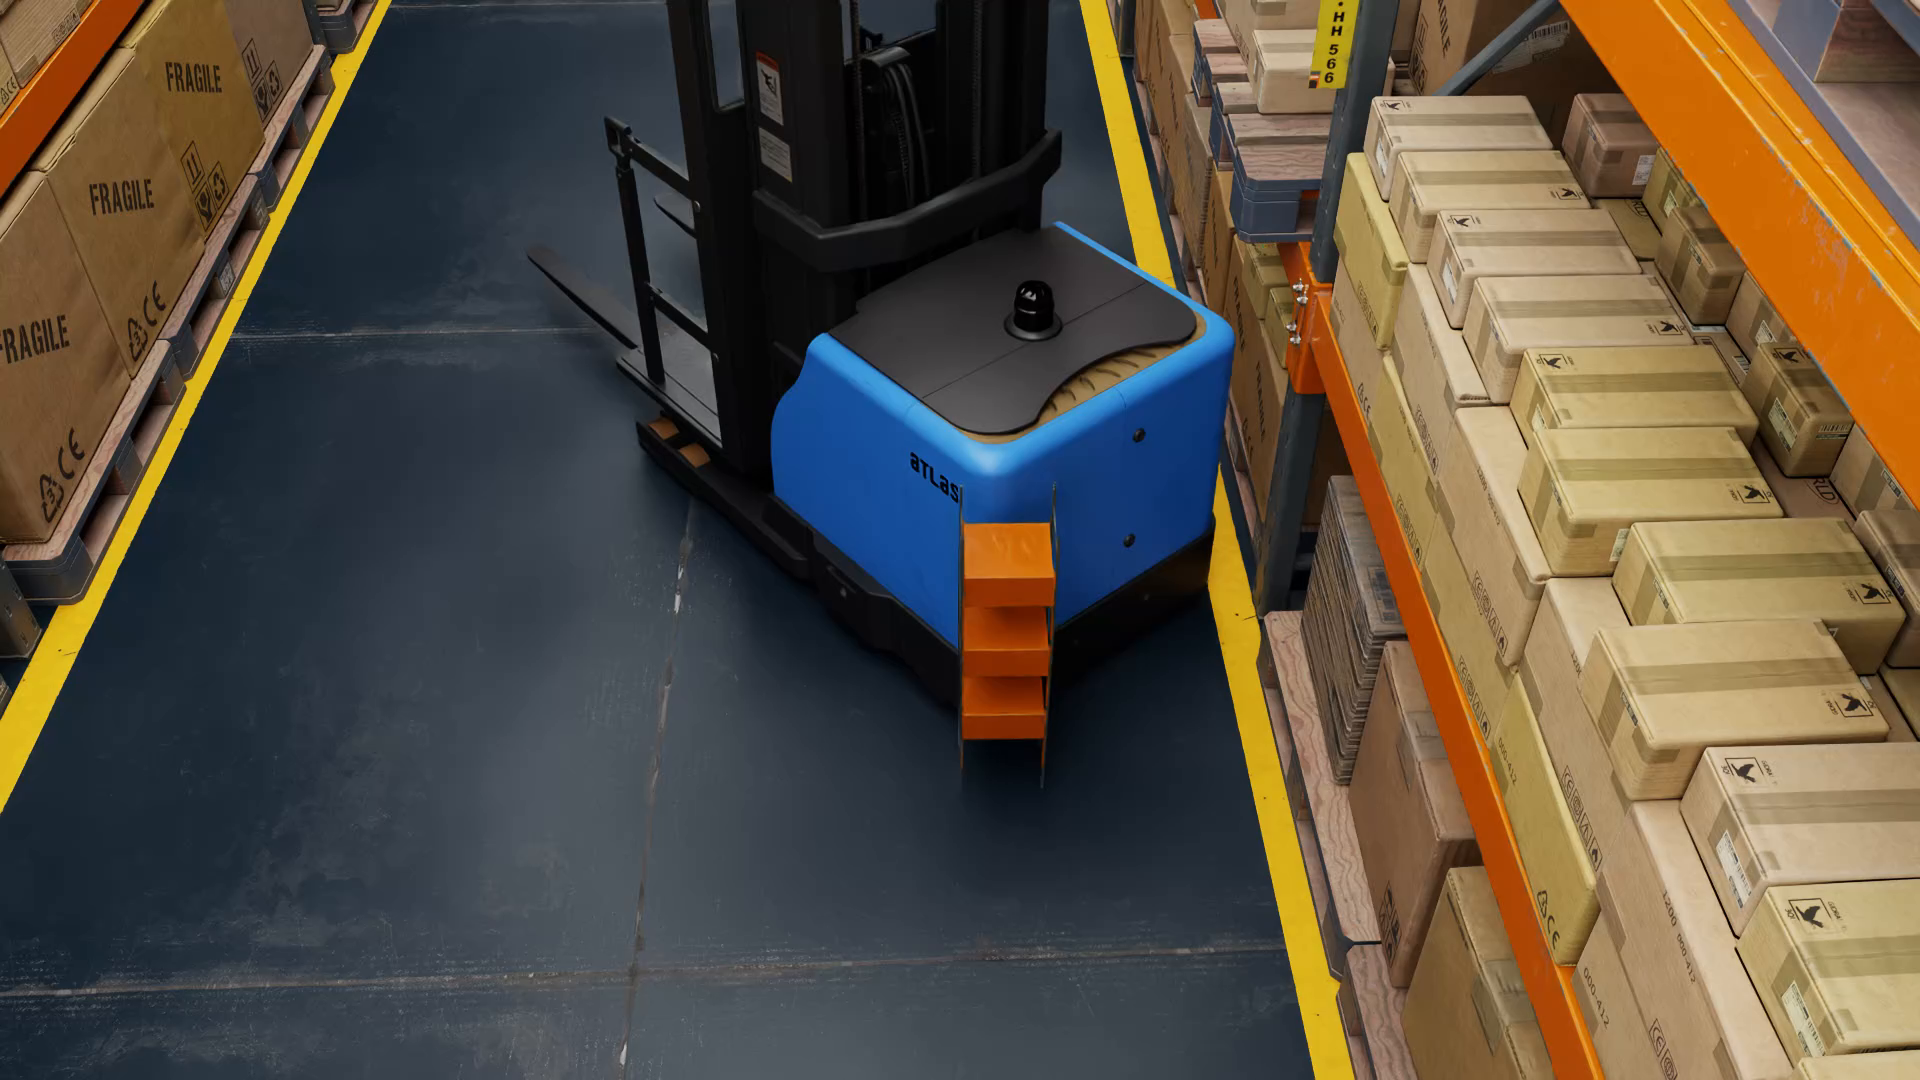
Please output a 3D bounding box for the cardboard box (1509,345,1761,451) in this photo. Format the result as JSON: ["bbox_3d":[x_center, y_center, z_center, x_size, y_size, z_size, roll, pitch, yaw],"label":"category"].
[{"bbox_3d":[1.308,-0.247,3.246,0.380,0.149,0.250,-1,43,-1],"label":"cardboard box"}]

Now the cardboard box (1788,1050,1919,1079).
[{"bbox_3d":[1.278,0.793,2.111,0.380,0.149,0.250,-3,43,-3],"label":"cardboard box"}]

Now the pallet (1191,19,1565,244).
[{"bbox_3d":[1.377,-1.278,5.066,1.213,0.211,1.003,-2,43,-2],"label":"pallet"}]

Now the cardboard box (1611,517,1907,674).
[{"bbox_3d":[1.368,0.099,2.868,0.380,0.149,0.250,-2,43,-2],"label":"cardboard box"}]

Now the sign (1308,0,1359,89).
[{"bbox_3d":[0.934,-1.268,4.116,0.100,0.325,0.005,-2,43,-2],"label":"sign"}]

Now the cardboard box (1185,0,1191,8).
[{"bbox_3d":[1.166,-2.458,7.271,0.380,0.149,0.250,-4,43,-4],"label":"cardboard box"}]

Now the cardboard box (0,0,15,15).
[{"bbox_3d":[-3.288,-1.912,5.357,0.500,0.250,0.500,-2,43,-2],"label":"cardboard box"}]

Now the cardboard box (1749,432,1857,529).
[{"bbox_3d":[1.814,-0.043,3.318,0.500,0.250,0.500,-2,43,-2],"label":"cardboard box"}]

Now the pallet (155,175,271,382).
[{"bbox_3d":[-3.491,-1.076,6.767,1.003,0.211,1.213,-2,43,-2],"label":"pallet"}]

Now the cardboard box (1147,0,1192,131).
[{"bbox_3d":[1.134,-2.134,7.398,0.500,0.500,0.500,-2,43,-2],"label":"cardboard box"}]

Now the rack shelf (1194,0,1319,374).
[{"bbox_3d":[1.391,-1.978,6.220,1.077,0.370,4.000,-2,43,-2],"label":"rack shelf"}]

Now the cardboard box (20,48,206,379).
[{"bbox_3d":[-3.464,-1.190,6.090,0.875,0.875,0.875,-1,43,-1],"label":"cardboard box"}]

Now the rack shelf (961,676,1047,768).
[{"bbox_3d":[0.122,0.501,4.844,0.240,0.259,0.215,-1,45,-1],"label":"rack shelf"}]

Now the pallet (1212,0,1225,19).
[{"bbox_3d":[1.388,-2.135,6.001,1.003,0.211,1.213,-2,43,-2],"label":"pallet"}]

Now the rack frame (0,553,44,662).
[{"bbox_3d":[-3.484,-0.748,4.346,1.000,3.000,0.127,-2,43,-2],"label":"rack frame"}]

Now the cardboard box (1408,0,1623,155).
[{"bbox_3d":[1.610,-1.436,4.712,0.500,0.500,0.500,0,43,0],"label":"cardboard box"}]

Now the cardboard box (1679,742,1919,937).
[{"bbox_3d":[1.325,0.446,2.490,0.380,0.149,0.250,-1,43,-1],"label":"cardboard box"}]

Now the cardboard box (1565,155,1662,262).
[{"bbox_3d":[1.772,-0.726,4.064,0.500,0.250,0.500,-1,43,-1],"label":"cardboard box"}]

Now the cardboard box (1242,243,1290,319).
[{"bbox_3d":[1.159,-0.875,5.543,0.380,0.149,0.250,-4,43,-4],"label":"cardboard box"}]

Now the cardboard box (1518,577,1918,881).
[{"bbox_3d":[1.321,0.321,2.921,0.500,0.250,0.500,-1,43,-1],"label":"cardboard box"}]

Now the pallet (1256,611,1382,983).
[{"bbox_3d":[1.471,0.692,4.839,1.003,0.211,1.213,-2,43,-2],"label":"pallet"}]

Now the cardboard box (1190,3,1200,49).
[{"bbox_3d":[1.165,-2.104,6.884,0.380,0.149,0.250,-2,43,-2],"label":"cardboard box"}]

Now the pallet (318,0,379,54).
[{"bbox_3d":[-3.608,-2.936,8.797,1.003,0.211,1.213,-2,43,-2],"label":"pallet"}]

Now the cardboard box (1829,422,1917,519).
[{"bbox_3d":[1.872,-0.096,3.081,0.380,0.149,0.250,-2,43,-2],"label":"cardboard box"}]

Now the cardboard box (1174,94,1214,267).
[{"bbox_3d":[1.166,-1.447,6.648,0.500,0.500,0.500,-3,43,-3],"label":"cardboard box"}]

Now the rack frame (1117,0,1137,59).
[{"bbox_3d":[1.306,-3.593,7.450,1.000,3.000,0.127,-2,43,-2],"label":"rack frame"}]

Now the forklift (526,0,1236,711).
[{"bbox_3d":[-0.515,-1.458,5.172,1.130,2.935,3.031,-30,50,-29],"label":"forklift"}]

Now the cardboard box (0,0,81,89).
[{"bbox_3d":[-3.309,-1.731,5.529,0.500,0.250,0.500,0,43,0],"label":"cardboard box"}]

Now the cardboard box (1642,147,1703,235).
[{"bbox_3d":[1.814,-0.781,3.829,0.380,0.149,0.250,-1,43,-1],"label":"cardboard box"}]

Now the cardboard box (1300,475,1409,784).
[{"bbox_3d":[1.488,0.249,4.705,0.875,0.625,0.625,0,43,0],"label":"cardboard box"}]

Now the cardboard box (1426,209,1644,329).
[{"bbox_3d":[1.244,-0.592,3.622,0.380,0.149,0.250,-1,43,-1],"label":"cardboard box"}]

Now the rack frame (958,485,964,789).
[{"bbox_3d":[0.002,0.299,4.638,0.008,1.050,0.200,-1,45,-1],"label":"rack frame"}]

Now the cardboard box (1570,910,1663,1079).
[{"bbox_3d":[1.345,0.855,2.708,0.500,0.250,0.500,-1,43,-2],"label":"cardboard box"}]

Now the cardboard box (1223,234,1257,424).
[{"bbox_3d":[1.232,-0.744,5.880,0.500,0.500,0.500,-2,43,-2],"label":"cardboard box"}]

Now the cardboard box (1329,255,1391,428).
[{"bbox_3d":[1.250,-0.531,4.220,0.500,0.250,0.500,-1,43,-2],"label":"cardboard box"}]

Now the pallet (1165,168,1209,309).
[{"bbox_3d":[1.433,-1.191,6.894,1.003,0.211,1.213,-2,43,-2],"label":"pallet"}]

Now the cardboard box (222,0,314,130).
[{"bbox_3d":[-3.547,-2.403,7.414,0.875,0.875,0.875,0,43,0],"label":"cardboard box"}]

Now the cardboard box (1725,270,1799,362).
[{"bbox_3d":[1.844,-0.441,3.457,0.380,0.149,0.250,-2,43,-3],"label":"cardboard box"}]

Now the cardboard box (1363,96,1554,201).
[{"bbox_3d":[1.195,-0.945,4.007,0.380,0.149,0.250,0,43,-1],"label":"cardboard box"}]

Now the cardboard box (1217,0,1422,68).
[{"bbox_3d":[1.107,-1.695,5.180,0.500,0.250,0.500,-3,43,-4],"label":"cardboard box"}]

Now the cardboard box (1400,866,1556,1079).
[{"bbox_3d":[1.553,1.145,3.728,0.875,0.625,0.625,-3,43,-4],"label":"cardboard box"}]

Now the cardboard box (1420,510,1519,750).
[{"bbox_3d":[1.295,0.156,3.470,0.500,0.250,0.500,-3,43,-3],"label":"cardboard box"}]

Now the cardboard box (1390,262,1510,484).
[{"bbox_3d":[1.270,-0.377,3.682,0.500,0.250,0.500,0,43,0],"label":"cardboard box"}]

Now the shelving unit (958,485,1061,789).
[{"bbox_3d":[0.124,0.298,4.640,0.252,1.050,0.215,-1,45,-1],"label":"shelving unit"}]
